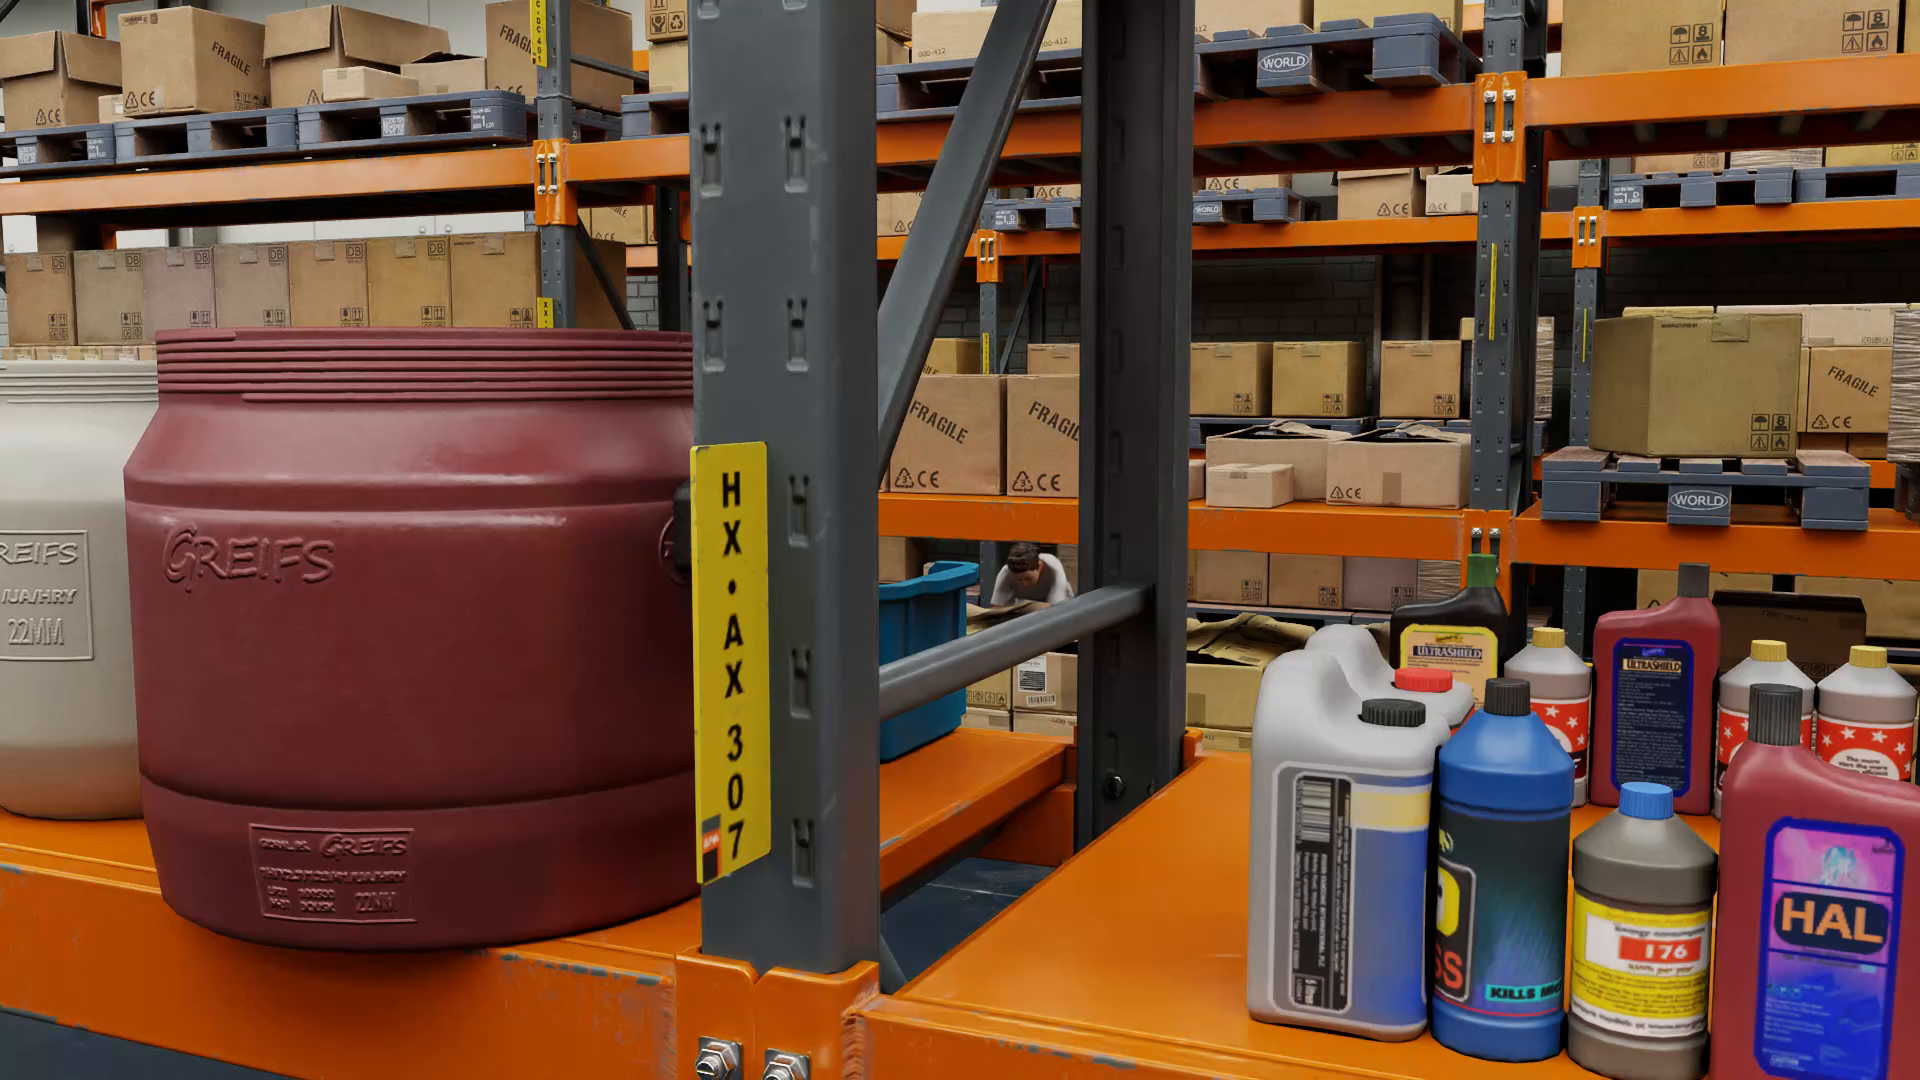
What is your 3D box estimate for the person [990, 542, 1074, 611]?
[{"bbox_3d":[0.434,0.417,9.693,0.484,0.858,0.803,2,6,24],"label":"person"}]
